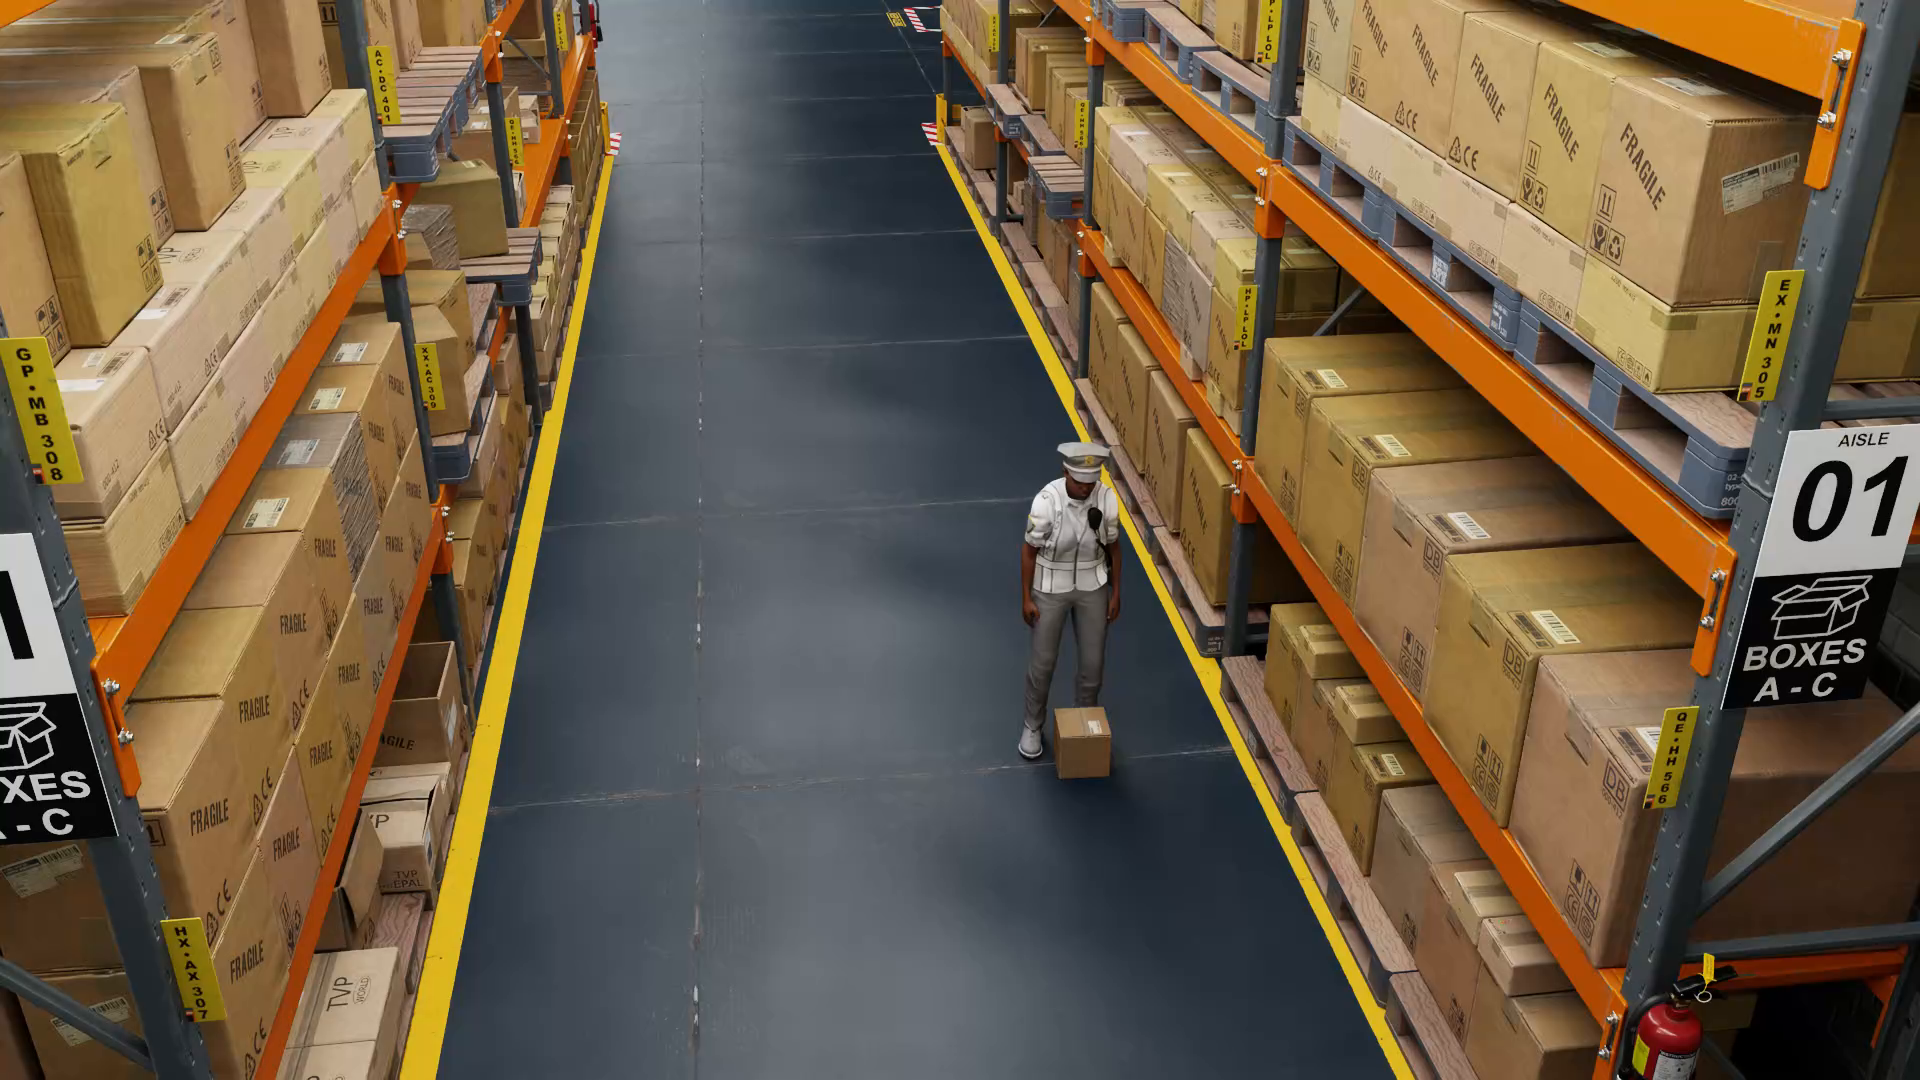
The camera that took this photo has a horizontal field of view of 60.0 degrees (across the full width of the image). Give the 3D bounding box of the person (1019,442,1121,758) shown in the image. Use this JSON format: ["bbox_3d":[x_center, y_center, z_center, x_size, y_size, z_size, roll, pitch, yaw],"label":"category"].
[{"bbox_3d":[0.535,0.270,8.095,0.507,1.659,0.392,-3,28,-7],"label":"person"}]
